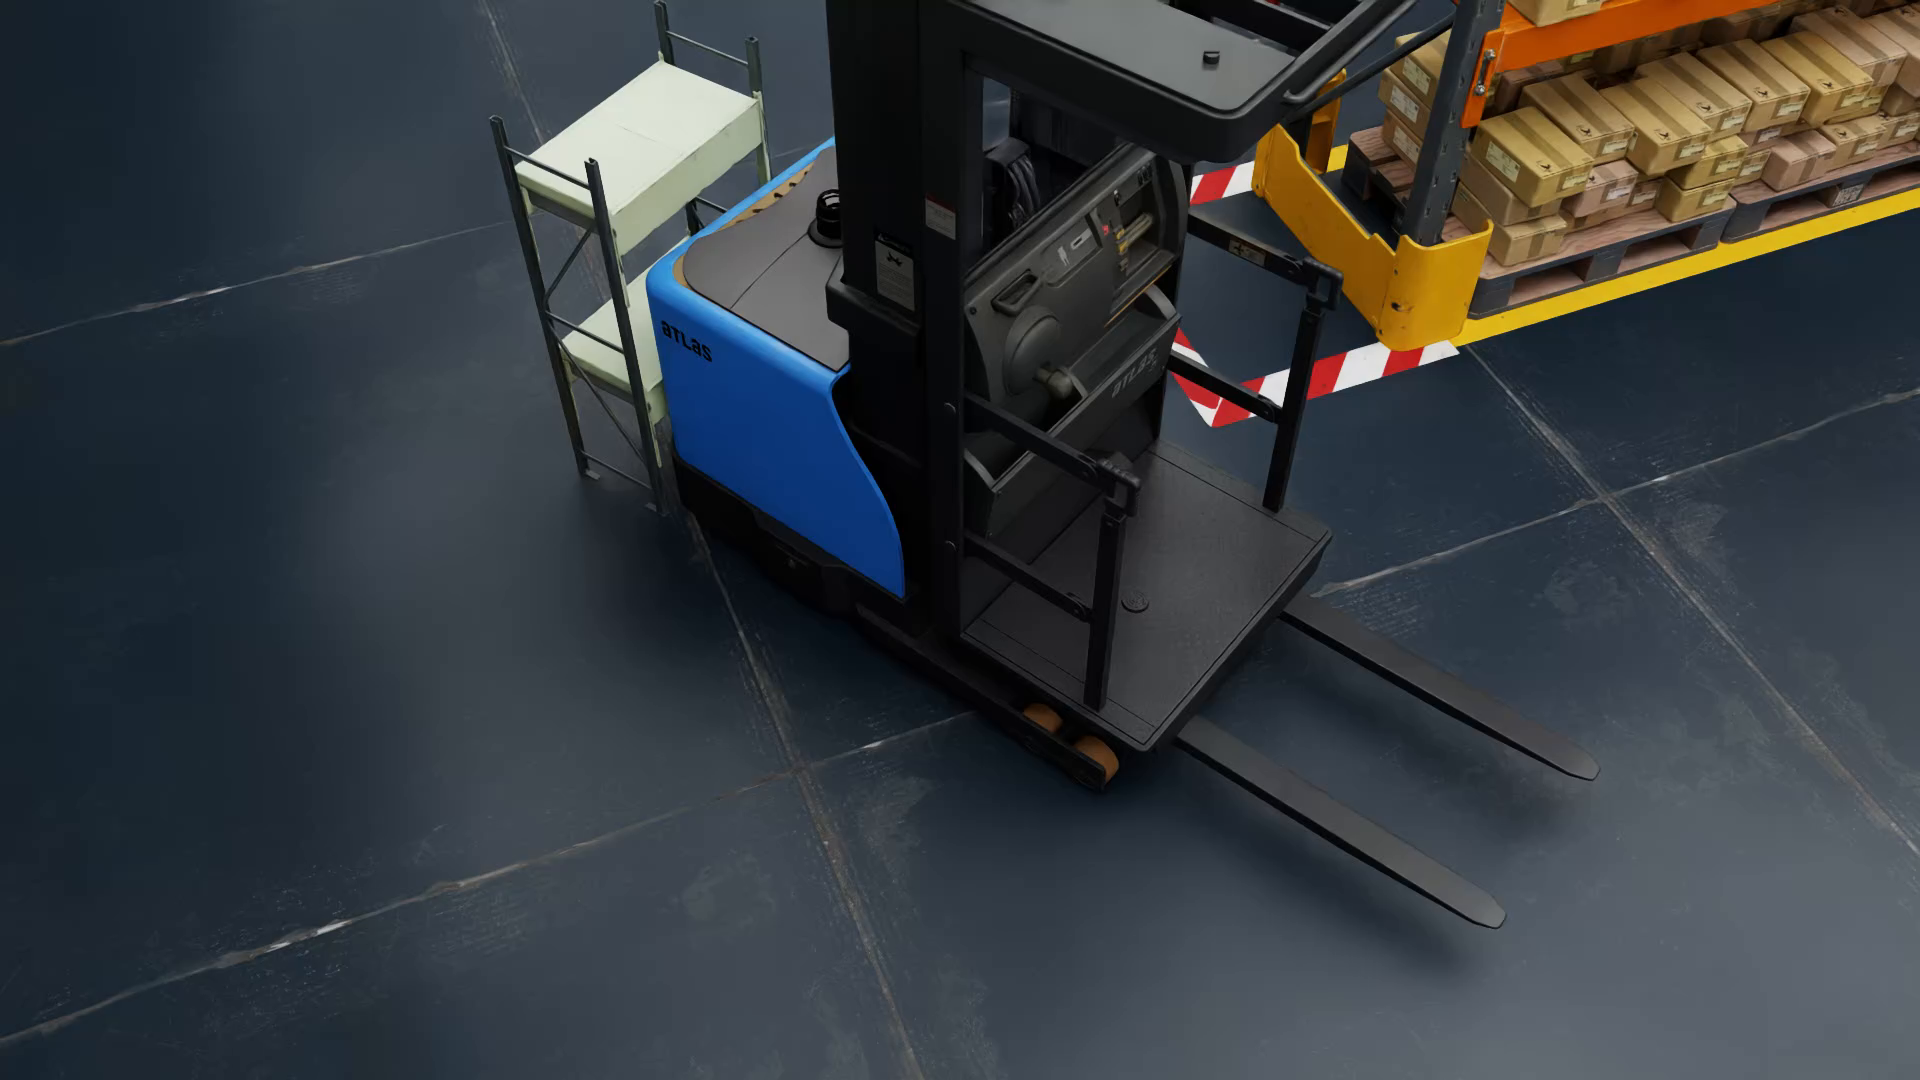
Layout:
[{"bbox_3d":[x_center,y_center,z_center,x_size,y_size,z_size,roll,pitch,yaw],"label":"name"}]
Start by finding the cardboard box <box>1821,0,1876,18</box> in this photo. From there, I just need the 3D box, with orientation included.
[{"bbox_3d":[3.613,-2.329,6.983,0.250,0.149,0.380,-19,52,-16],"label":"cardboard box"}]

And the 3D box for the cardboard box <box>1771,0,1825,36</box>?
[{"bbox_3d":[3.370,-2.286,6.946,0.250,0.149,0.380,-17,51,-14],"label":"cardboard box"}]

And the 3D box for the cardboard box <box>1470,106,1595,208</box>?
[{"bbox_3d":[2.134,-1.434,6.214,0.250,0.149,0.380,-19,52,-16],"label":"cardboard box"}]

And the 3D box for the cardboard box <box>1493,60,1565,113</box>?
[{"bbox_3d":[2.170,-1.884,6.601,0.250,0.149,0.380,-16,51,-14],"label":"cardboard box"}]

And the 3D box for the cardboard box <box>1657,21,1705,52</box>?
[{"bbox_3d":[2.853,-2.193,6.866,0.250,0.149,0.380,-15,51,-13],"label":"cardboard box"}]

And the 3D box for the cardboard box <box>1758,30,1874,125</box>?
[{"bbox_3d":[3.345,-1.825,6.550,0.250,0.149,0.380,-16,51,-14],"label":"cardboard box"}]

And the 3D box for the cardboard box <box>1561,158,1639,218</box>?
[{"bbox_3d":[2.378,-1.434,6.411,0.250,0.149,0.380,-17,52,-14],"label":"cardboard box"}]

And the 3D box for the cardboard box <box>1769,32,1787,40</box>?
[{"bbox_3d":[3.345,-2.244,7.106,0.250,0.149,0.380,-17,51,-14],"label":"cardboard box"}]

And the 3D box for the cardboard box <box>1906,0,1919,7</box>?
[{"bbox_3d":[4.104,-2.387,7.229,0.250,0.149,0.380,-20,52,-16],"label":"cardboard box"}]

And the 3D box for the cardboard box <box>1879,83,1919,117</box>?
[{"bbox_3d":[3.812,-1.931,6.837,0.250,0.149,0.380,-19,52,-16],"label":"cardboard box"}]

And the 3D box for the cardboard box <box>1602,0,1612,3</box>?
[{"bbox_3d":[2.165,-2.003,5.659,0.250,0.149,0.380,-16,51,-13],"label":"cardboard box"}]

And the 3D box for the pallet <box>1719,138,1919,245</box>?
[{"bbox_3d":[3.484,-1.789,7.147,1.213,0.211,1.003,-17,52,-14],"label":"pallet"}]

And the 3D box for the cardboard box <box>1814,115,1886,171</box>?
[{"bbox_3d":[3.554,-1.707,6.841,0.250,0.149,0.380,-17,52,-14],"label":"cardboard box"}]

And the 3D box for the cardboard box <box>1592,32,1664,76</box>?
[{"bbox_3d":[2.625,-2.077,6.767,0.250,0.149,0.380,-19,52,-16],"label":"cardboard box"}]

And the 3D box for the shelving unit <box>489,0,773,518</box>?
[{"bbox_3d":[-0.992,-0.889,5.525,0.431,1.500,0.755,27,54,21],"label":"shelving unit"}]

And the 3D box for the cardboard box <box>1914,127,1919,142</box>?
[{"bbox_3d":[4.032,-1.827,6.944,0.250,0.149,0.380,-17,52,-14],"label":"cardboard box"}]

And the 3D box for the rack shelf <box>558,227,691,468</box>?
[{"bbox_3d":[-0.992,-0.677,5.773,0.431,0.370,0.720,27,54,21],"label":"rack shelf"}]

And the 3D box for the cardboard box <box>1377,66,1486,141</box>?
[{"bbox_3d":[1.902,-1.777,6.705,0.250,0.149,0.380,-18,52,-15],"label":"cardboard box"}]

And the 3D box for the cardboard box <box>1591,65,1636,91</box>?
[{"bbox_3d":[2.670,-1.932,6.838,0.250,0.149,0.380,-18,52,-15],"label":"cardboard box"}]

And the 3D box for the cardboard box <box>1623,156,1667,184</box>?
[{"bbox_3d":[2.571,-1.566,6.524,0.250,0.149,0.380,-17,51,-14],"label":"cardboard box"}]

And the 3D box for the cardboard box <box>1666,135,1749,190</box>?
[{"bbox_3d":[2.850,-1.564,6.522,0.250,0.149,0.380,-16,51,-13],"label":"cardboard box"}]

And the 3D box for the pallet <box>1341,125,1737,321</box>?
[{"bbox_3d":[2.357,-1.442,6.849,1.213,0.211,1.003,-17,52,-14],"label":"pallet"}]

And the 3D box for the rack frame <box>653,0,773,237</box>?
[{"bbox_3d":[-0.790,-1.121,5.724,0.400,1.500,0.023,27,54,21],"label":"rack frame"}]

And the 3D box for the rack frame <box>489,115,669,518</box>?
[{"bbox_3d":[-1.194,-0.658,5.326,0.400,1.500,0.023,27,54,21],"label":"rack frame"}]

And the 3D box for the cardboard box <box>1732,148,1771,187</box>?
[{"bbox_3d":[3.044,-1.599,6.748,0.250,0.149,0.380,-17,51,-14],"label":"cardboard box"}]

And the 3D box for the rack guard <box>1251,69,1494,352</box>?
[{"bbox_3d":[1.591,-1.328,6.561,0.348,0.500,1.175,-17,52,-14],"label":"rack guard"}]

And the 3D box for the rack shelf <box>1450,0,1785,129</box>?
[{"bbox_3d":[3.372,-2.460,6.359,4.000,0.370,1.077,-17,52,-14],"label":"rack shelf"}]

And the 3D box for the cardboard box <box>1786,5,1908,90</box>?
[{"bbox_3d":[3.542,-1.965,6.670,0.250,0.149,0.380,-17,51,-14],"label":"cardboard box"}]

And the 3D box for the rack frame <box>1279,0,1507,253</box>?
[{"bbox_3d":[1.521,-2.120,5.594,0.127,3.000,1.000,-17,52,-14],"label":"rack frame"}]

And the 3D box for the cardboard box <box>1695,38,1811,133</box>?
[{"bbox_3d":[3.084,-1.782,6.513,0.250,0.149,0.380,-15,51,-13],"label":"cardboard box"}]

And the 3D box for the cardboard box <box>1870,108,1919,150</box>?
[{"bbox_3d":[3.765,-1.799,6.920,0.250,0.149,0.380,-16,51,-14],"label":"cardboard box"}]

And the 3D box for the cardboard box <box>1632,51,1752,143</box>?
[{"bbox_3d":[2.824,-1.709,6.451,0.250,0.149,0.380,-20,52,-16],"label":"cardboard box"}]

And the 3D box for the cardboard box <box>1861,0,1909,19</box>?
[{"bbox_3d":[3.841,-2.325,7.176,0.250,0.149,0.380,-15,51,-13],"label":"cardboard box"}]

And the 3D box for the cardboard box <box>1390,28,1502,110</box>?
[{"bbox_3d":[1.915,-1.852,6.573,0.250,0.149,0.380,-17,51,-14],"label":"cardboard box"}]

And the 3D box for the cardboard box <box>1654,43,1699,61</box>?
[{"bbox_3d":[2.857,-2.085,6.970,0.250,0.149,0.380,-17,51,-14],"label":"cardboard box"}]

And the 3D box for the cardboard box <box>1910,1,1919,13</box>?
[{"bbox_3d":[4.058,-2.045,6.739,0.250,0.149,0.380,-20,52,-16],"label":"cardboard box"}]

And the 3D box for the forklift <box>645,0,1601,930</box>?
[{"bbox_3d":[0.492,-0.658,4.383,3.031,2.935,1.130,31,56,24],"label":"forklift"}]

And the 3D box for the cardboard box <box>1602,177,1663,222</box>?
[{"bbox_3d":[2.566,-1.462,6.631,0.250,0.149,0.380,-17,51,-14],"label":"cardboard box"}]

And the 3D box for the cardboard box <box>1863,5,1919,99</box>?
[{"bbox_3d":[3.813,-1.959,6.665,0.250,0.149,0.380,-19,52,-16],"label":"cardboard box"}]

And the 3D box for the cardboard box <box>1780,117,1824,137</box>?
[{"bbox_3d":[3.295,-1.814,6.737,0.250,0.149,0.380,-15,51,-12],"label":"cardboard box"}]

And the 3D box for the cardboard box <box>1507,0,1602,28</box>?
[{"bbox_3d":[1.945,-1.901,5.571,0.250,0.149,0.380,-18,52,-15],"label":"cardboard box"}]

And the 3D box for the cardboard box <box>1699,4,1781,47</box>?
[{"bbox_3d":[3.139,-2.191,6.864,0.250,0.149,0.380,-19,52,-15],"label":"cardboard box"}]

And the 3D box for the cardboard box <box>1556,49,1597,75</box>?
[{"bbox_3d":[2.361,-2.047,6.741,0.250,0.149,0.380,-18,52,-15],"label":"cardboard box"}]

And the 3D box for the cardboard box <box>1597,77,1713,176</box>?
[{"bbox_3d":[2.626,-1.580,6.340,0.250,0.149,0.380,-17,52,-14],"label":"cardboard box"}]

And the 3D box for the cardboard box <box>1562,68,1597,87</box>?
[{"bbox_3d":[2.382,-1.927,6.834,0.250,0.149,0.380,-19,52,-16],"label":"cardboard box"}]

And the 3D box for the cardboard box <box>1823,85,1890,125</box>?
[{"bbox_3d":[3.549,-1.884,6.797,0.250,0.149,0.380,-15,51,-13],"label":"cardboard box"}]

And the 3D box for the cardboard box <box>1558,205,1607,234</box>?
[{"bbox_3d":[2.338,-1.386,6.566,0.250,0.149,0.380,-17,52,-14],"label":"cardboard box"}]

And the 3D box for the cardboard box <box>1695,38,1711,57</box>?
[{"bbox_3d":[3.101,-2.145,7.022,0.250,0.149,0.380,-15,51,-12],"label":"cardboard box"}]

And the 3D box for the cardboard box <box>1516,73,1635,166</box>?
[{"bbox_3d":[2.344,-1.597,6.355,0.250,0.149,0.380,-16,51,-14],"label":"cardboard box"}]

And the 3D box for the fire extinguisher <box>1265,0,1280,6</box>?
[{"bbox_3d":[1.113,-2.225,5.981,0.183,0.674,0.296,-17,52,-14],"label":"fire extinguisher"}]

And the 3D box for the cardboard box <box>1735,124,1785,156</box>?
[{"bbox_3d":[3.059,-1.707,6.645,0.250,0.149,0.380,-19,52,-16],"label":"cardboard box"}]

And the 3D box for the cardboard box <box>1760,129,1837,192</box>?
[{"bbox_3d":[3.307,-1.609,6.757,0.250,0.149,0.380,-20,52,-16],"label":"cardboard box"}]

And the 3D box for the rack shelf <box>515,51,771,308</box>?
[{"bbox_3d":[-0.992,-1.144,5.229,0.431,0.370,0.720,27,54,21],"label":"rack shelf"}]

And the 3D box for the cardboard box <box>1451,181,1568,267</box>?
[{"bbox_3d":[2.127,-1.254,6.452,0.250,0.149,0.380,-16,51,-14],"label":"cardboard box"}]

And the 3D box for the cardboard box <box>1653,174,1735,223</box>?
[{"bbox_3d":[2.844,-1.459,6.628,0.250,0.149,0.380,-17,51,-14],"label":"cardboard box"}]

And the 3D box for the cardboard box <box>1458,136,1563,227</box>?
[{"bbox_3d":[2.103,-1.395,6.377,0.250,0.149,0.380,-15,51,-13],"label":"cardboard box"}]

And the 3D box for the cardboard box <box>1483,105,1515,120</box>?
[{"bbox_3d":[2.164,-1.814,6.737,0.250,0.149,0.380,-18,52,-15],"label":"cardboard box"}]

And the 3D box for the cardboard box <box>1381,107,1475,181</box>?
[{"bbox_3d":[1.929,-1.626,6.771,0.250,0.149,0.380,-16,51,-14],"label":"cardboard box"}]
